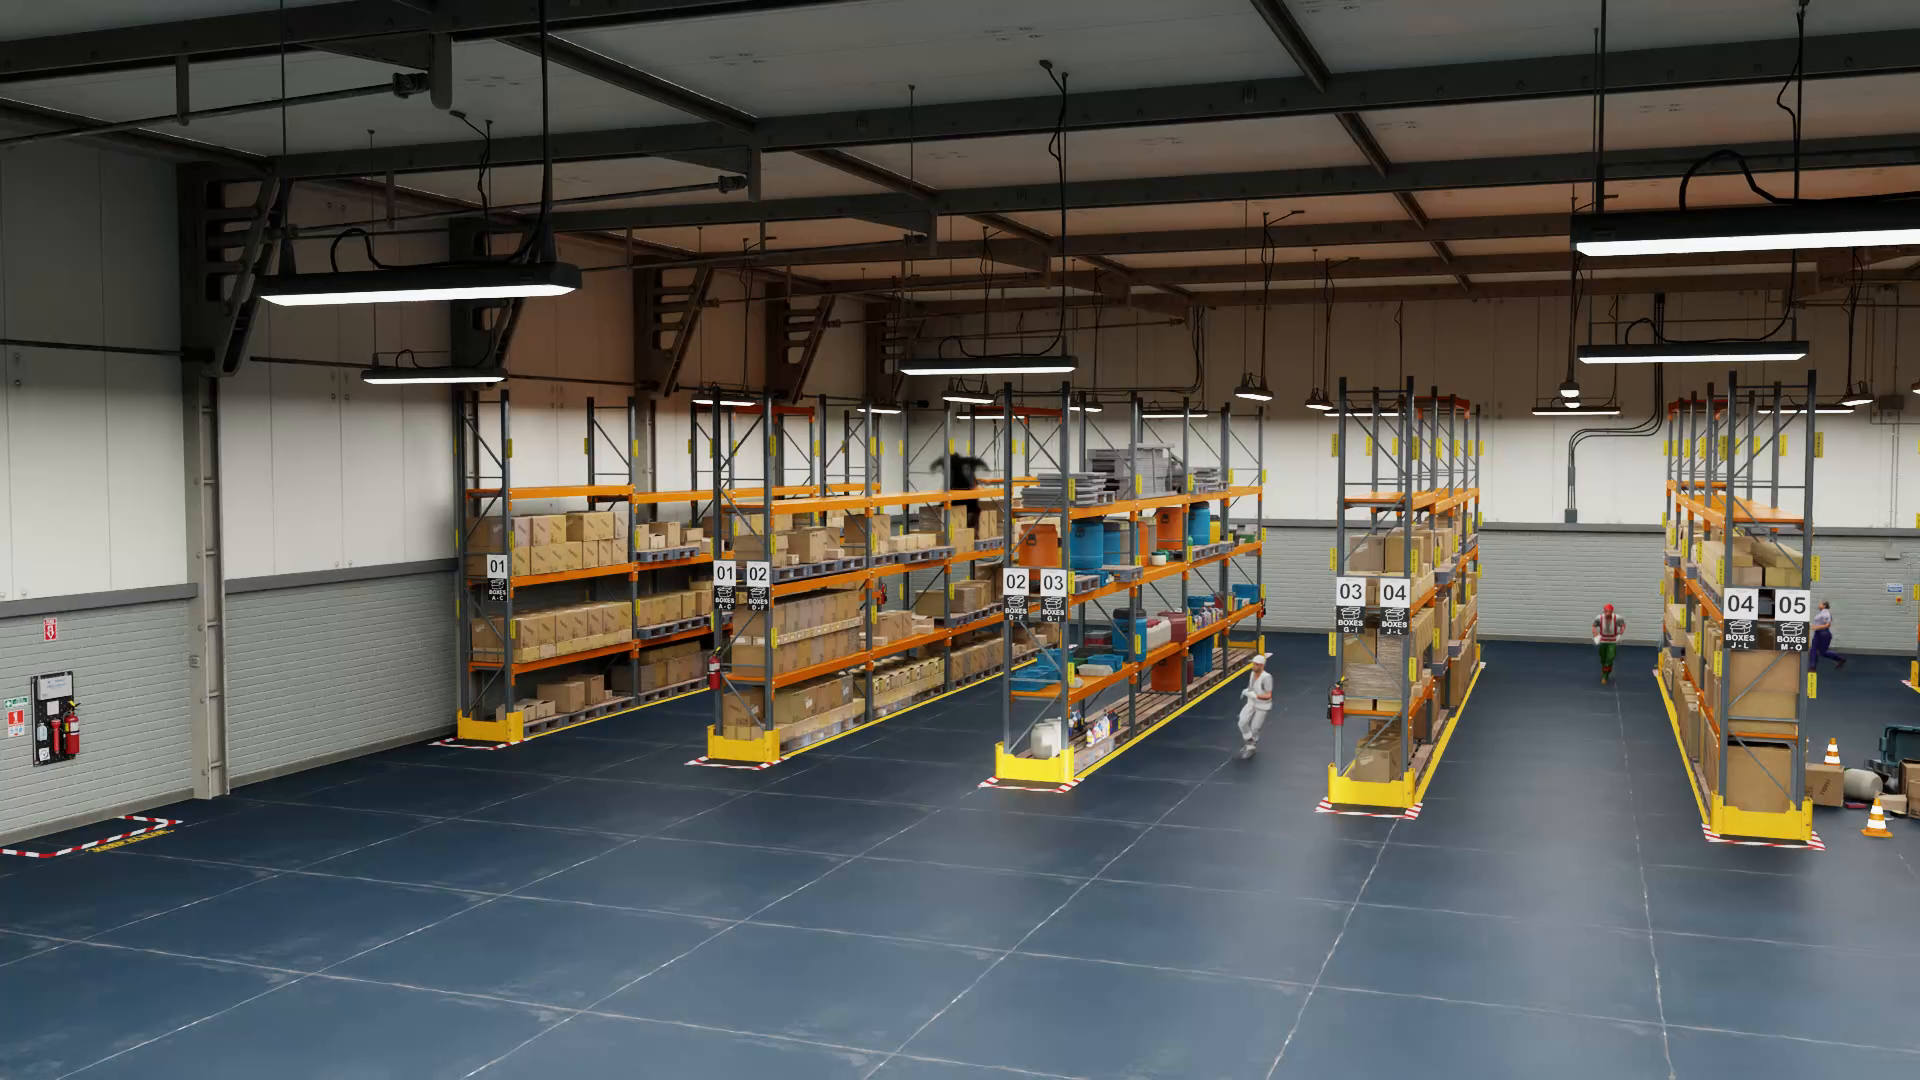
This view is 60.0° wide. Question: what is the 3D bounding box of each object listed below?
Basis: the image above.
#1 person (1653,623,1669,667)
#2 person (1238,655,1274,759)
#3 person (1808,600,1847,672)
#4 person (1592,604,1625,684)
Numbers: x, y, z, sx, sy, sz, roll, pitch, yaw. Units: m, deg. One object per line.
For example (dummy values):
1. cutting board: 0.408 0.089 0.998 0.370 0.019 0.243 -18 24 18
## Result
1. person: 16.132 2.076 37.708 0.745 1.692 0.772 1 3 25
2. person: 4.737 2.660 26.703 0.806 1.677 0.723 3 4 41
3. person: 19.259 2.156 37.072 0.846 1.654 0.609 1 3 16
4. person: 13.890 2.206 35.627 0.661 1.727 0.929 1 3 16
